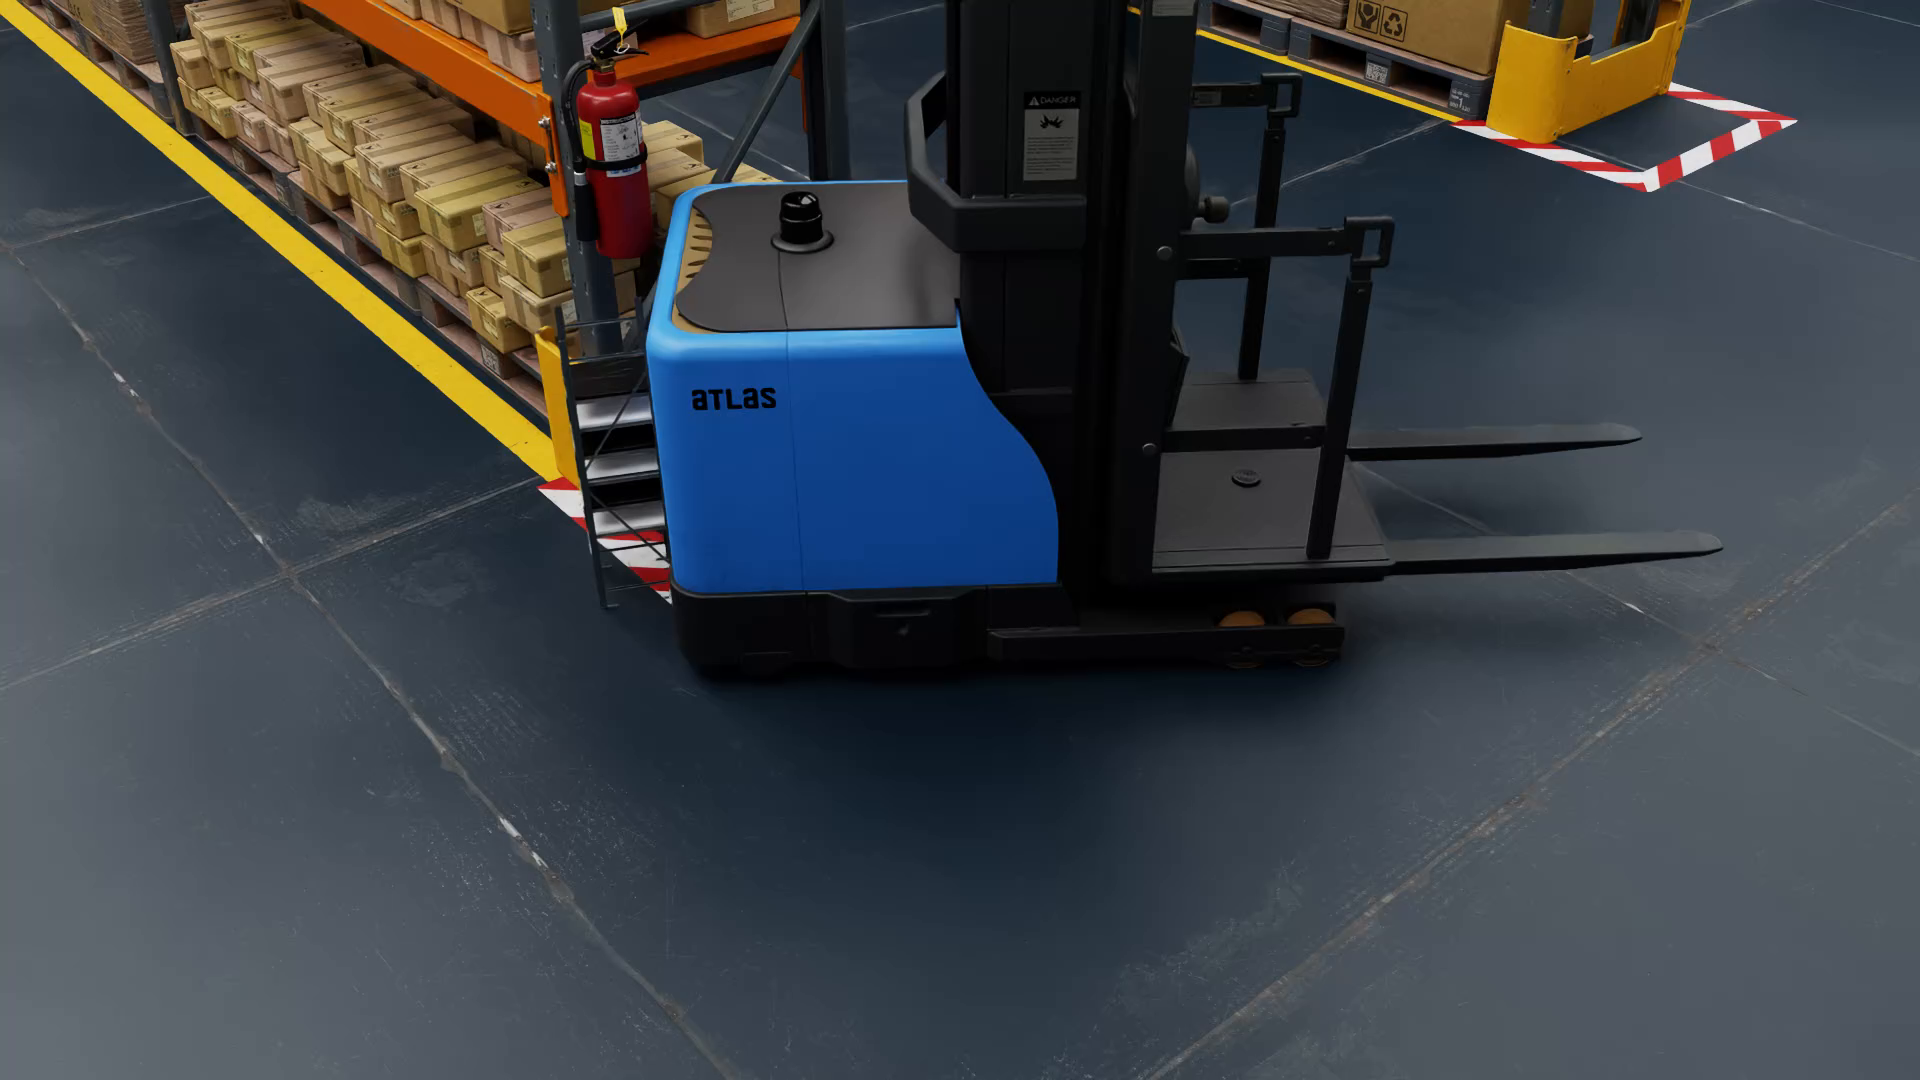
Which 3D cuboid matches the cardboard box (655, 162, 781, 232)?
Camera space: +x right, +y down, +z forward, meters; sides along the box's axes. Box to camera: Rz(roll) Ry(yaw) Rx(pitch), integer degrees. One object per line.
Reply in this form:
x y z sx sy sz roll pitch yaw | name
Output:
-0.857 -1.198 5.935 0.380 0.149 0.250 -28 44 -34 | cardboard box

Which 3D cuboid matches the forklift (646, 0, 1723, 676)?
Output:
0.690 -1.135 4.316 3.031 2.935 1.130 -2 35 -3 | forklift

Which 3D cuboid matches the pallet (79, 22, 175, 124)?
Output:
-3.863 -2.561 8.683 1.003 0.211 1.213 -26 43 -32 | pallet

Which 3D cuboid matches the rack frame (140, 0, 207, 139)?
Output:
-3.360 -3.356 7.393 1.000 3.000 0.127 -26 43 -32 | rack frame

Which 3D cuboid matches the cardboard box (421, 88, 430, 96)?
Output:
-2.119 -1.860 7.126 0.380 0.149 0.250 -28 44 -34 | cardboard box

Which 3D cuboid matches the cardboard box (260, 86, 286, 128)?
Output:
-2.782 -1.913 7.202 0.380 0.149 0.250 -28 44 -34 | cardboard box

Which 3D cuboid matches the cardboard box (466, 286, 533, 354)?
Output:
-1.521 -0.828 5.927 0.380 0.149 0.250 -25 42 -30 | cardboard box

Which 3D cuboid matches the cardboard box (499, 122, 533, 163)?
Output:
-1.587 -1.639 6.557 0.380 0.149 0.250 -24 42 -30 | cardboard box

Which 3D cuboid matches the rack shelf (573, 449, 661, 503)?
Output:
-0.982 -0.210 4.826 0.258 0.077 0.200 -9 36 -12 | rack shelf

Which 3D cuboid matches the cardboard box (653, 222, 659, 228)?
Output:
-1.054 -1.188 6.178 0.380 0.149 0.250 -26 43 -32 | cardboard box

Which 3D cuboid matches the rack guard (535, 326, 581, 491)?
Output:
-0.828 -0.603 5.669 1.175 0.500 0.348 -26 43 -32 | rack guard

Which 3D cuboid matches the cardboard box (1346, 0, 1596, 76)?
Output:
2.601 -2.952 8.298 0.875 0.875 0.875 -26 43 -32 | cardboard box

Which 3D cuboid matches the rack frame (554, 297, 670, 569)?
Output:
-1.008 -0.294 4.887 0.240 0.900 0.006 -9 36 -12 | rack frame

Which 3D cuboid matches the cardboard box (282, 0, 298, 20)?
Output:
-3.634 -2.932 8.594 0.500 0.500 0.500 -24 42 -30 | cardboard box

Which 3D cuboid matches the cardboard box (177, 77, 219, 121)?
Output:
-3.370 -2.083 7.699 0.380 0.149 0.250 -28 44 -34 | cardboard box

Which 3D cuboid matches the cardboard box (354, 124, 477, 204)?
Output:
-2.031 -1.415 6.241 0.380 0.149 0.250 -24 42 -30 | cardboard box

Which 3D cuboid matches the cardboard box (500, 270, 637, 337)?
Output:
-1.337 -0.846 5.695 0.380 0.149 0.250 -27 44 -33 | cardboard box

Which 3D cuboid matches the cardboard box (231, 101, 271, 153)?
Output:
-2.998 -1.875 7.406 0.380 0.149 0.250 -26 43 -32 | cardboard box

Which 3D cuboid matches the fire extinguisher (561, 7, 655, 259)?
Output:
-0.969 -1.123 4.629 0.296 0.674 0.183 -26 43 -32 | fire extinguisher

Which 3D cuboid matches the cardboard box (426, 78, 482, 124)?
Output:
-1.957 -1.847 6.852 0.380 0.149 0.250 -26 43 -32 | cardboard box

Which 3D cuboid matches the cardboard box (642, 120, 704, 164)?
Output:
-1.192 -1.434 6.269 0.380 0.149 0.250 -26 43 -32 | cardboard box

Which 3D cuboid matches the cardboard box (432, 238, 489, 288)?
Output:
-1.674 -1.074 6.018 0.380 0.149 0.250 -28 44 -33 | cardboard box

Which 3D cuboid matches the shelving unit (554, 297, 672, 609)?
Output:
-0.982 -0.238 4.807 0.258 0.900 0.210 -9 36 -12 | shelving unit

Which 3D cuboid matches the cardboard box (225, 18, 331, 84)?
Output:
-2.963 -2.140 7.265 0.380 0.149 0.250 -27 43 -32 | cardboard box

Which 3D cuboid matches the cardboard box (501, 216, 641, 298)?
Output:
-1.314 -0.980 5.627 0.380 0.149 0.250 -25 43 -31 | cardboard box

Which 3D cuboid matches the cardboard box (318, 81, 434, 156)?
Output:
-2.307 -1.678 6.612 0.380 0.149 0.250 -26 43 -32 | cardboard box

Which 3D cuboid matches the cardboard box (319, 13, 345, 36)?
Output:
-2.736 -2.448 7.700 0.380 0.149 0.250 -25 43 -31 | cardboard box

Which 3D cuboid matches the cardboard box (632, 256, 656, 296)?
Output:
-1.104 -1.033 6.217 0.380 0.149 0.250 -26 43 -32 | cardboard box

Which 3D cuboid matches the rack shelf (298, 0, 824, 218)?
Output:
-2.069 -2.179 6.354 1.077 0.370 4.000 -26 43 -32 | rack shelf

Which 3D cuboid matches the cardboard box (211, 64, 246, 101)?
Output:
-3.139 -2.127 7.505 0.380 0.149 0.250 -26 43 -31 | cardboard box

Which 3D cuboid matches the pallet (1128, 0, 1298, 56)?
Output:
1.717 -3.119 9.472 1.003 0.211 1.213 -26 43 -32 | pallet

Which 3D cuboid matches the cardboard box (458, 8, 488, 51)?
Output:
-1.337 -1.650 5.201 0.380 0.149 0.250 -26 43 -32 | cardboard box

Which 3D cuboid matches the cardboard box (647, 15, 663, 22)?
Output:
-0.933 -1.849 5.483 0.380 0.149 0.250 -24 42 -30 | cardboard box

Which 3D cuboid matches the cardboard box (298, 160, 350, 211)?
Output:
-2.502 -1.525 6.912 0.380 0.149 0.250 -27 44 -33 | cardboard box

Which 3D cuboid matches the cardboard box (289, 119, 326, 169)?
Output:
-2.508 -1.648 6.827 0.380 0.149 0.250 -26 43 -32 | cardboard box

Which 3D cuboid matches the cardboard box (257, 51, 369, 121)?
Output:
-2.675 -1.891 6.913 0.380 0.149 0.250 -25 42 -31 | cardboard box

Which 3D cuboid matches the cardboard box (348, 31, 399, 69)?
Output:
-2.462 -2.198 7.346 0.380 0.149 0.250 -25 42 -30 | cardboard box

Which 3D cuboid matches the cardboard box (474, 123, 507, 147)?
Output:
-1.813 -1.603 6.764 0.380 0.149 0.250 -24 42 -30 | cardboard box

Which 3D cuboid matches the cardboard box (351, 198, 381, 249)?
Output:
-2.168 -1.298 6.591 0.380 0.149 0.250 -25 42 -31 | cardboard box

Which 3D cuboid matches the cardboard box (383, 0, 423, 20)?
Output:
-1.693 -1.859 5.496 0.380 0.149 0.250 -25 42 -31 | cardboard box

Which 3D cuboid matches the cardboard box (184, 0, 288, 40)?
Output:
-3.296 -2.377 7.600 0.380 0.149 0.250 -24 42 -30 | cardboard box

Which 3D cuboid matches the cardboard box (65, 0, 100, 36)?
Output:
-4.361 -2.966 8.643 0.500 0.500 0.500 -27 43 -33 | cardboard box

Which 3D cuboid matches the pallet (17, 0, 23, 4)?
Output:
-5.438 -3.638 10.204 1.003 0.211 1.213 -26 43 -32 | pallet

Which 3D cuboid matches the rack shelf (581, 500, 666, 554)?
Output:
-0.982 -0.064 4.930 0.258 0.077 0.200 -9 36 -12 | rack shelf

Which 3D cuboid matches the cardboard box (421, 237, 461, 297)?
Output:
-1.795 -1.081 6.284 0.380 0.149 0.250 -26 43 -31 | cardboard box

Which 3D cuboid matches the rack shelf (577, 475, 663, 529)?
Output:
-0.982 -0.137 4.878 0.258 0.077 0.200 -9 36 -12 | rack shelf

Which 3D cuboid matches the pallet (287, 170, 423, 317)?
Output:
-2.108 -1.396 7.038 1.003 0.211 1.213 -26 43 -32 | pallet

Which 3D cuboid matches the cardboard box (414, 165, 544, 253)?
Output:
-1.696 -1.179 5.908 0.380 0.149 0.250 -27 43 -33 | cardboard box

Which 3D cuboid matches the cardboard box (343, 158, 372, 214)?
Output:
-2.169 -1.418 6.503 0.380 0.149 0.250 -24 42 -30 | cardboard box
